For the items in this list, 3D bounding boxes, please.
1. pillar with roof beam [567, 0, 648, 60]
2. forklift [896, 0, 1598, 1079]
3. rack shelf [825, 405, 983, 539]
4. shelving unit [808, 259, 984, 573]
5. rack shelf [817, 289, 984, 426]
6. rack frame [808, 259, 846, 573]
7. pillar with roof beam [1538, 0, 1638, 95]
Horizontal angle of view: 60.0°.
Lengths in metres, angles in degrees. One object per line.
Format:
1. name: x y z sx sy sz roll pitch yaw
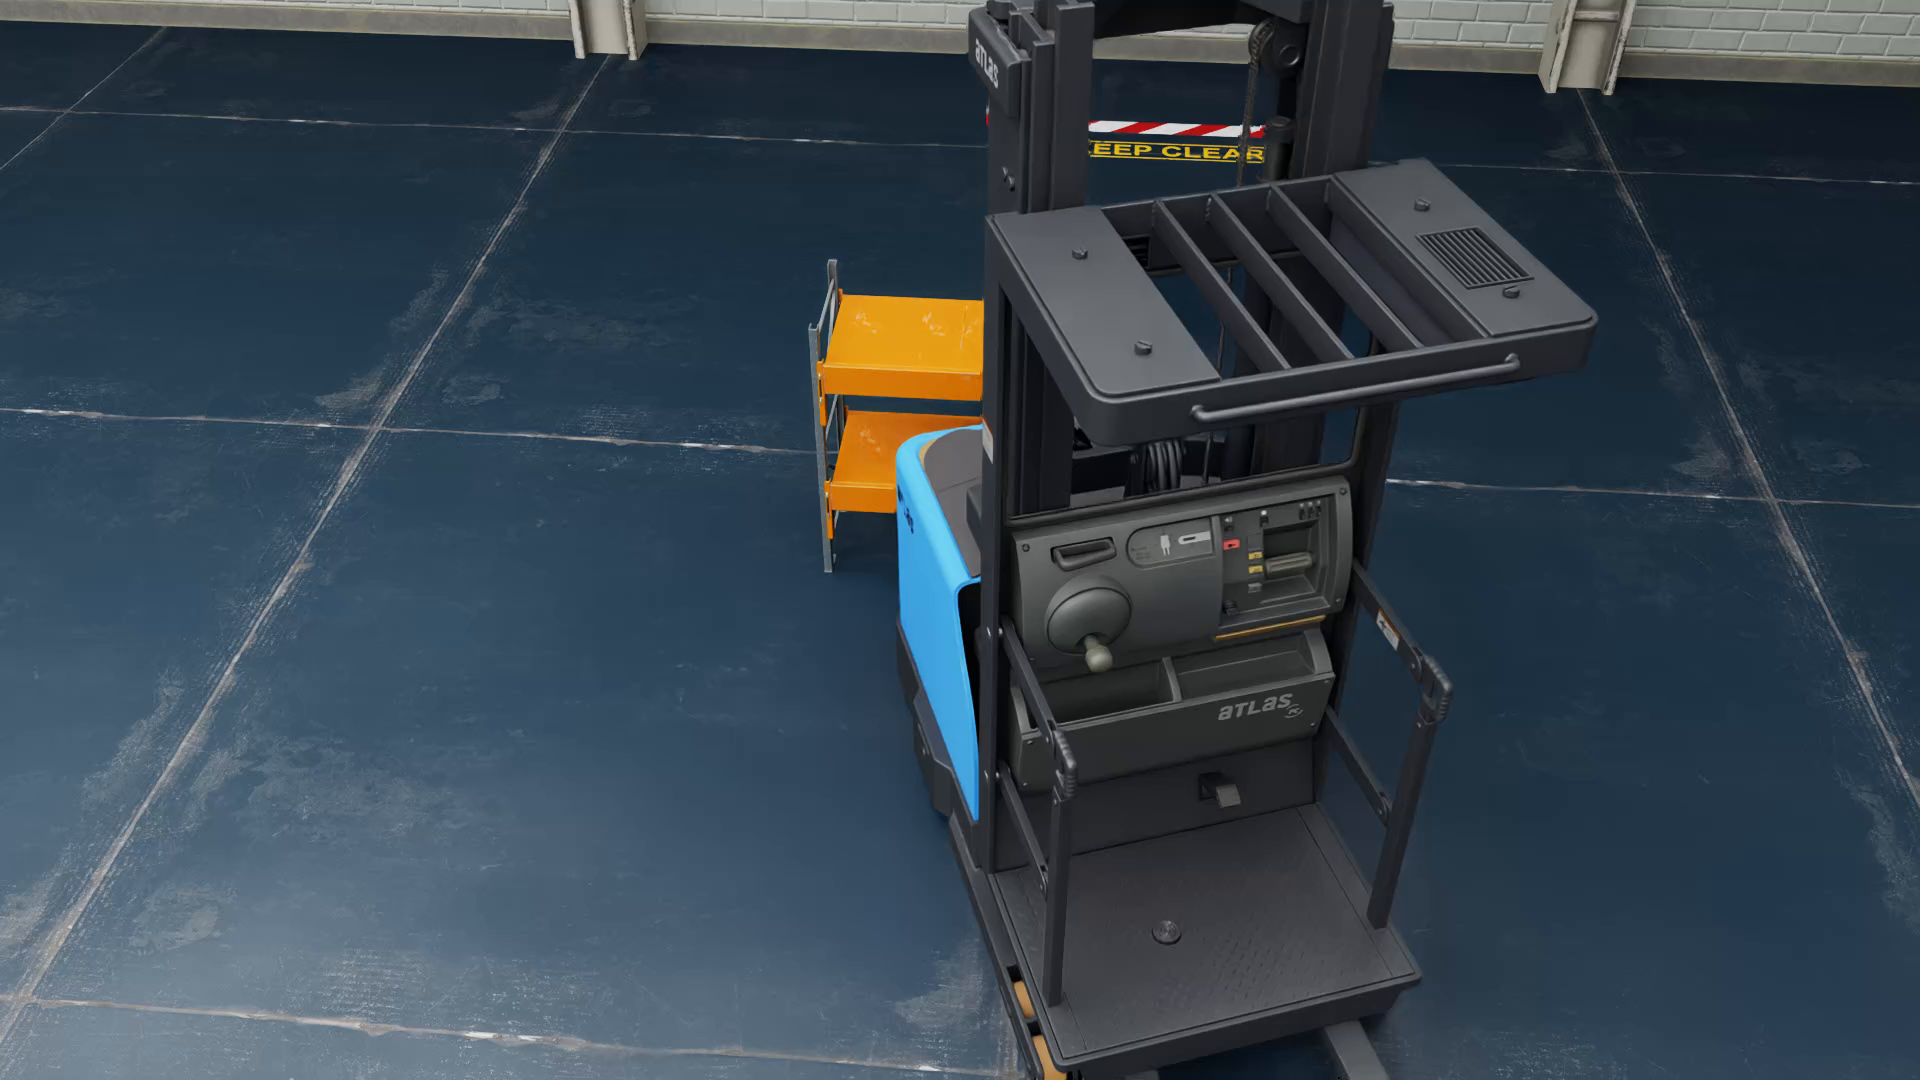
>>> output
1. pillar with roof beam: -2.583 -3.908 4.423 0.400 9.000 9.100 3 39 4
2. forklift: 0.658 0.170 4.219 1.130 2.935 3.031 -10 40 -12
3. rack shelf: 0.007 -0.246 6.549 1.000 0.278 0.538 3 39 4
4. shelving unit: 0.007 -0.436 6.394 1.048 1.125 0.538 3 39 4
5. rack shelf: 0.007 -0.663 6.210 1.000 0.278 0.538 3 39 4
6. rack frame: -0.500 -0.464 6.428 0.032 1.125 0.500 3 39 4
7. pillar with roof beam: 3.394 -3.581 4.021 0.400 9.000 9.100 3 39 4
